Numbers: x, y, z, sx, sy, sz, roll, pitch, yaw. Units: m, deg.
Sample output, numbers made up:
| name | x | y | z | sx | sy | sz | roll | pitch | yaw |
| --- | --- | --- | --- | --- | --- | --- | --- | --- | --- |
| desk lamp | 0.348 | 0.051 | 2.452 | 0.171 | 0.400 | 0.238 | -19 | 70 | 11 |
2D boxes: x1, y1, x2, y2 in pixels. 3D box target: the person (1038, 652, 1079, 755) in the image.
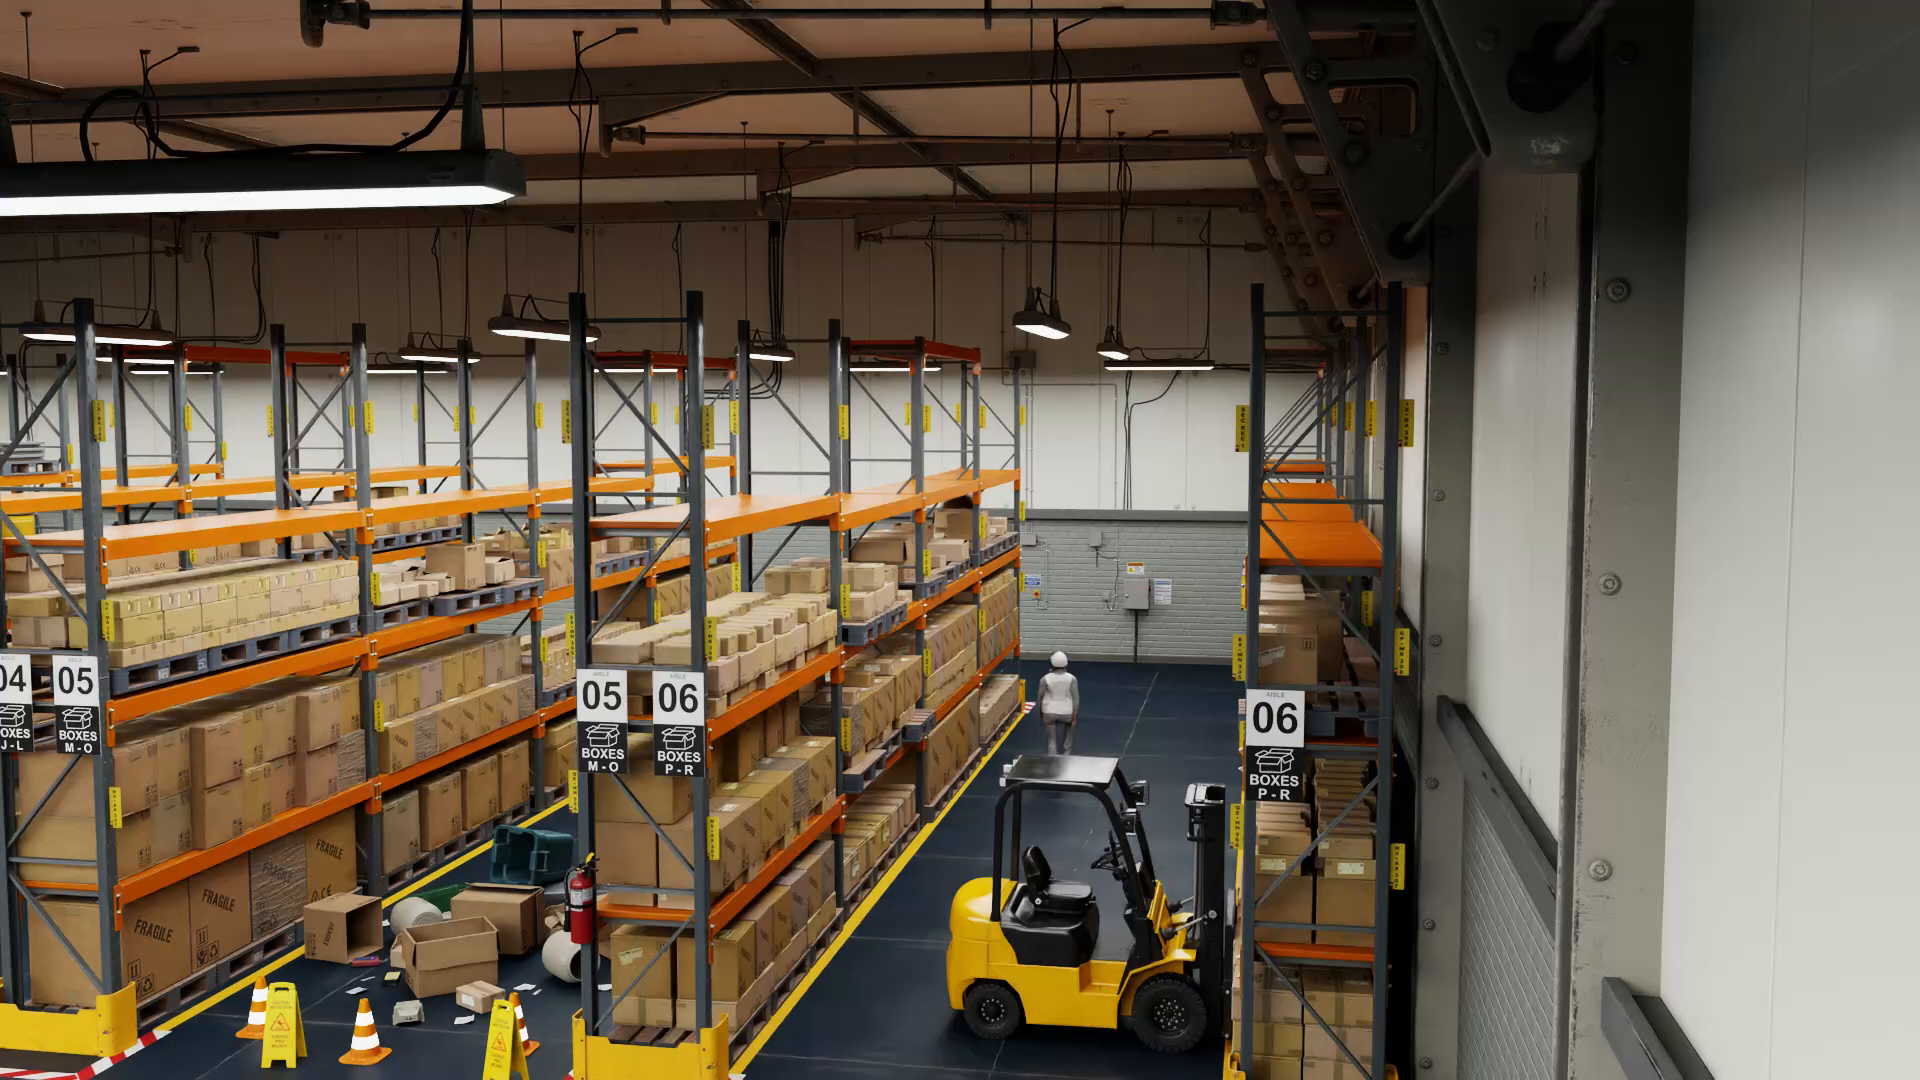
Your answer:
| name | x | y | z | sx | sy | sz | roll | pitch | yaw |
| --- | --- | --- | --- | --- | --- | --- | --- | --- | --- |
| person | 1.372 | 2.398 | 23.126 | 0.576 | 1.743 | 0.757 | 0 | 5 | 6 |
